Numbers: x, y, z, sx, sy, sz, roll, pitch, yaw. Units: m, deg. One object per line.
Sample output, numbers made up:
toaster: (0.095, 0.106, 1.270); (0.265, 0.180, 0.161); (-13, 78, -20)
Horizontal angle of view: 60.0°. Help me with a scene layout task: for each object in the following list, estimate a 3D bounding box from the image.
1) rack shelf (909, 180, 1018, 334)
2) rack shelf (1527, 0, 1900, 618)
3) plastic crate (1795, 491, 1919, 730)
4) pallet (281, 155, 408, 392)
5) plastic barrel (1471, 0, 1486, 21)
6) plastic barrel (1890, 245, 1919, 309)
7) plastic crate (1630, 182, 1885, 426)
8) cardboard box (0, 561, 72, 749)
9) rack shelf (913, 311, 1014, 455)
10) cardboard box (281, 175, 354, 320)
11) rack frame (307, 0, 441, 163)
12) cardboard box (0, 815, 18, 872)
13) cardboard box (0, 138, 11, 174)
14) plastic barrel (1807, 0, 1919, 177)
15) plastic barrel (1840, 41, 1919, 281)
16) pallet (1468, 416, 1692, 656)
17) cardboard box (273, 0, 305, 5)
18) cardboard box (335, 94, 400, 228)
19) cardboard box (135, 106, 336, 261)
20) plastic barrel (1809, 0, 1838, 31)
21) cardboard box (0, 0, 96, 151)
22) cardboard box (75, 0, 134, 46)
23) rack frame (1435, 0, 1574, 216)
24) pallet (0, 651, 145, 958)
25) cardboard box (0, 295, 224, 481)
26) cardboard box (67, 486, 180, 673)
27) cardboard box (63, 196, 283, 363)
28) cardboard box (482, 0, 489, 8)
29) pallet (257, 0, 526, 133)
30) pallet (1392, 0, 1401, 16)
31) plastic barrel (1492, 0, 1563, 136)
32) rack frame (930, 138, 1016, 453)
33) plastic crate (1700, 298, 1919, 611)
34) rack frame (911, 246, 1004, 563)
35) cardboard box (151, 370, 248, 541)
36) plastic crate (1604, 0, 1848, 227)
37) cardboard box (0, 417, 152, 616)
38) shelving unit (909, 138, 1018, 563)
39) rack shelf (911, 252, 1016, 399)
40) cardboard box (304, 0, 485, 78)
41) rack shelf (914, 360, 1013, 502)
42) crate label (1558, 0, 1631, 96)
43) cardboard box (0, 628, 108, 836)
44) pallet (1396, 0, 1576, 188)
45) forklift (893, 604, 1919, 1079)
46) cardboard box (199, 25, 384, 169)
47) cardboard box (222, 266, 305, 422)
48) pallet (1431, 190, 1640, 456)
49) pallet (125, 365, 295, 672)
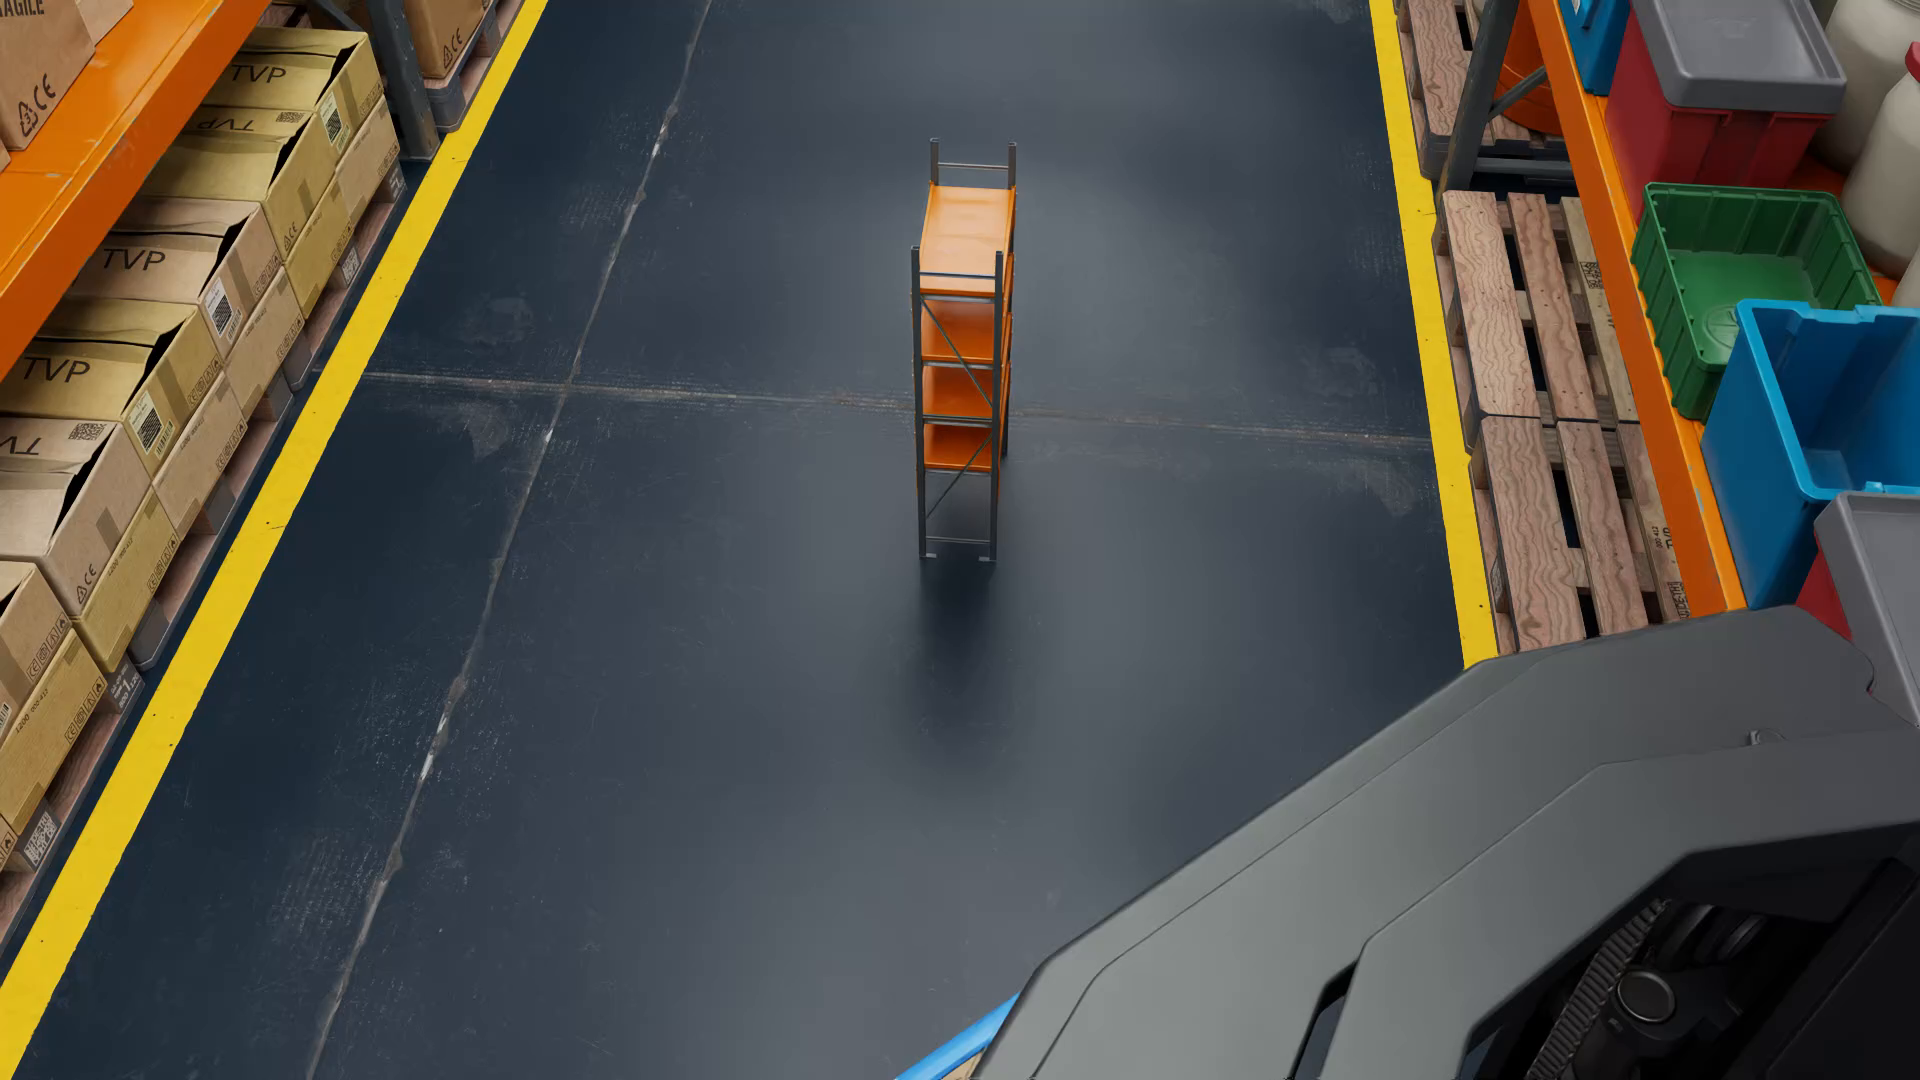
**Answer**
rack shelf: (0.015, -0.792, 4.629); (0.258, 0.148, 0.480); (4, 48, 4)
rack shelf: (2.154, -0.546, 4.204); (1.077, 0.370, 4.000); (4, 48, 4)
plastic crate: (1.712, 0.283, 2.915); (0.402, 0.464, 0.583); (4, 48, 4)
pallet: (-2.710, -1.051, 6.068); (1.003, 0.211, 1.213); (4, 48, 4)
plastic barrel: (2.327, -2.342, 6.761); (0.421, 0.512, 0.421); (0, 48, 0)
plastic barrel: (2.345, -0.593, 3.667); (0.433, 0.535, 0.433); (0, 48, 0)
plastic crate: (1.850, -0.546, 3.861); (0.450, 0.188, 0.662); (4, 48, 4)
cardboard box: (-2.624, 0.287, 4.153); (0.500, 0.311, 0.500); (3, 48, 3)
rack shelf: (0.015, -0.481, 4.968); (0.258, 0.148, 0.480); (4, 48, 4)
cardboard box: (-2.444, -1.026, 5.735); (0.500, 0.250, 0.500); (3, 48, 3)
rack frame: (-2.596, -2.594, 5.590); (1.000, 3.000, 0.127); (4, 48, 4)
cardboard box: (-2.677, 0.851, 4.017); (0.500, 0.250, 0.500); (3, 48, 3)
cardboard box: (-2.780, -1.007, 4.071); (0.500, 0.500, 0.500); (4, 48, 4)
plastic barrel: (2.417, -1.216, 4.254); (0.421, 0.512, 0.421); (0, 48, 0)
plastic barrel: (2.384, -0.910, 3.958); (0.433, 0.535, 0.433); (0, 48, 0)
pallet: (2.114, 0.143, 4.976); (1.003, 0.211, 1.213); (4, 48, 4)
cardboard box: (-2.744, -2.602, 6.993); (0.500, 0.500, 0.500); (6, 48, 5)
cardboard box: (-2.401, -1.405, 6.081); (0.500, 0.250, 0.500); (5, 48, 4)
cardboard box: (-2.439, -1.214, 5.526); (0.500, 0.311, 0.500); (3, 48, 3)
plastic barrel: (2.456, -1.526, 4.537); (0.421, 0.512, 0.421); (0, 48, 0)
cardboard box: (-2.732, -1.394, 4.425); (0.500, 0.500, 0.500); (2, 48, 1)
cardboard box: (-2.656, -1.569, 4.822); (0.380, 0.149, 0.250); (7, 48, 6)
rack frame: (2.337, -2.259, 5.283); (1.000, 3.000, 0.127); (4, 48, 4)
pallet: (-2.932, 0.742, 4.428); (1.003, 0.211, 1.213); (4, 48, 4)
cardboard box: (-2.536, -0.475, 4.850); (0.500, 0.311, 0.500); (5, 48, 5)
cardboard box: (-2.584, 0.095, 4.709); (0.500, 0.250, 0.500); (3, 48, 2)
cardboard box: (-2.488, -0.843, 5.187); (0.500, 0.311, 0.500); (4, 48, 3)
cardboard box: (-2.228, -2.600, 6.991); (0.500, 0.500, 0.500); (2, 48, 2)
pallet: (-2.490, -2.199, 7.119); (1.003, 0.211, 1.213); (4, 48, 4)
pallet: (2.481, -2.794, 7.662); (1.003, 0.211, 1.213); (4, 48, 4)
plastic barrel: (2.364, -2.029, 6.259); (0.600, 0.830, 0.708); (4, 48, 4)
rack frame: (0.037, -0.706, 5.083); (0.240, 1.200, 0.015); (4, 48, 4)
plastic crate: (1.763, -0.145, 3.361); (0.392, 0.384, 0.575); (4, 48, 4)
rack frame: (-0.007, -0.347, 4.755); (0.240, 1.200, 0.015); (4, 48, 4)
cardboard box: (-2.537, -0.279, 5.051); (0.500, 0.250, 0.500); (5, 48, 4)
plastic crate: (1.885, -1.113, 4.192); (0.402, 0.464, 0.583); (4, 48, 4)
cardboard box: (-2.578, -0.093, 4.501); (0.500, 0.311, 0.500); (2, 48, 2)
shelving unit: (0.015, -0.527, 4.919); (0.258, 1.200, 0.503); (4, 48, 4)
rack shelf: (0.015, -0.632, 4.803); (0.258, 0.148, 0.480); (4, 48, 4)
cardboard box: (-2.270, -2.215, 6.639); (0.500, 0.500, 0.500); (6, 48, 5)
rack shelf: (0.015, -0.347, 5.115); (0.258, 0.148, 0.480); (4, 48, 4)
crate label: (1.977, -1.559, 4.619); (0.502, 0.435, 0.616); (4, 48, 4)
cardboard box: (-2.629, 0.476, 4.361); (0.500, 0.250, 0.500); (5, 48, 5)
pallet: (2.367, -1.900, 6.844); (1.003, 0.211, 1.213); (4, 48, 4)
forklift: (0.737, 1.583, 1.816); (1.130, 2.935, 3.031); (-29, 54, -24)
cardboard box: (-2.398, -1.596, 5.876); (0.500, 0.311, 0.500); (5, 48, 5)
cardboard box: (-2.493, -0.657, 5.397); (0.500, 0.250, 0.500); (5, 48, 4)
pallet: (2.227, -0.751, 5.794); (1.003, 0.211, 1.213); (4, 48, 4)
pallet: (-2.823, -0.157, 5.251); (1.003, 0.211, 1.213); (4, 48, 4)
